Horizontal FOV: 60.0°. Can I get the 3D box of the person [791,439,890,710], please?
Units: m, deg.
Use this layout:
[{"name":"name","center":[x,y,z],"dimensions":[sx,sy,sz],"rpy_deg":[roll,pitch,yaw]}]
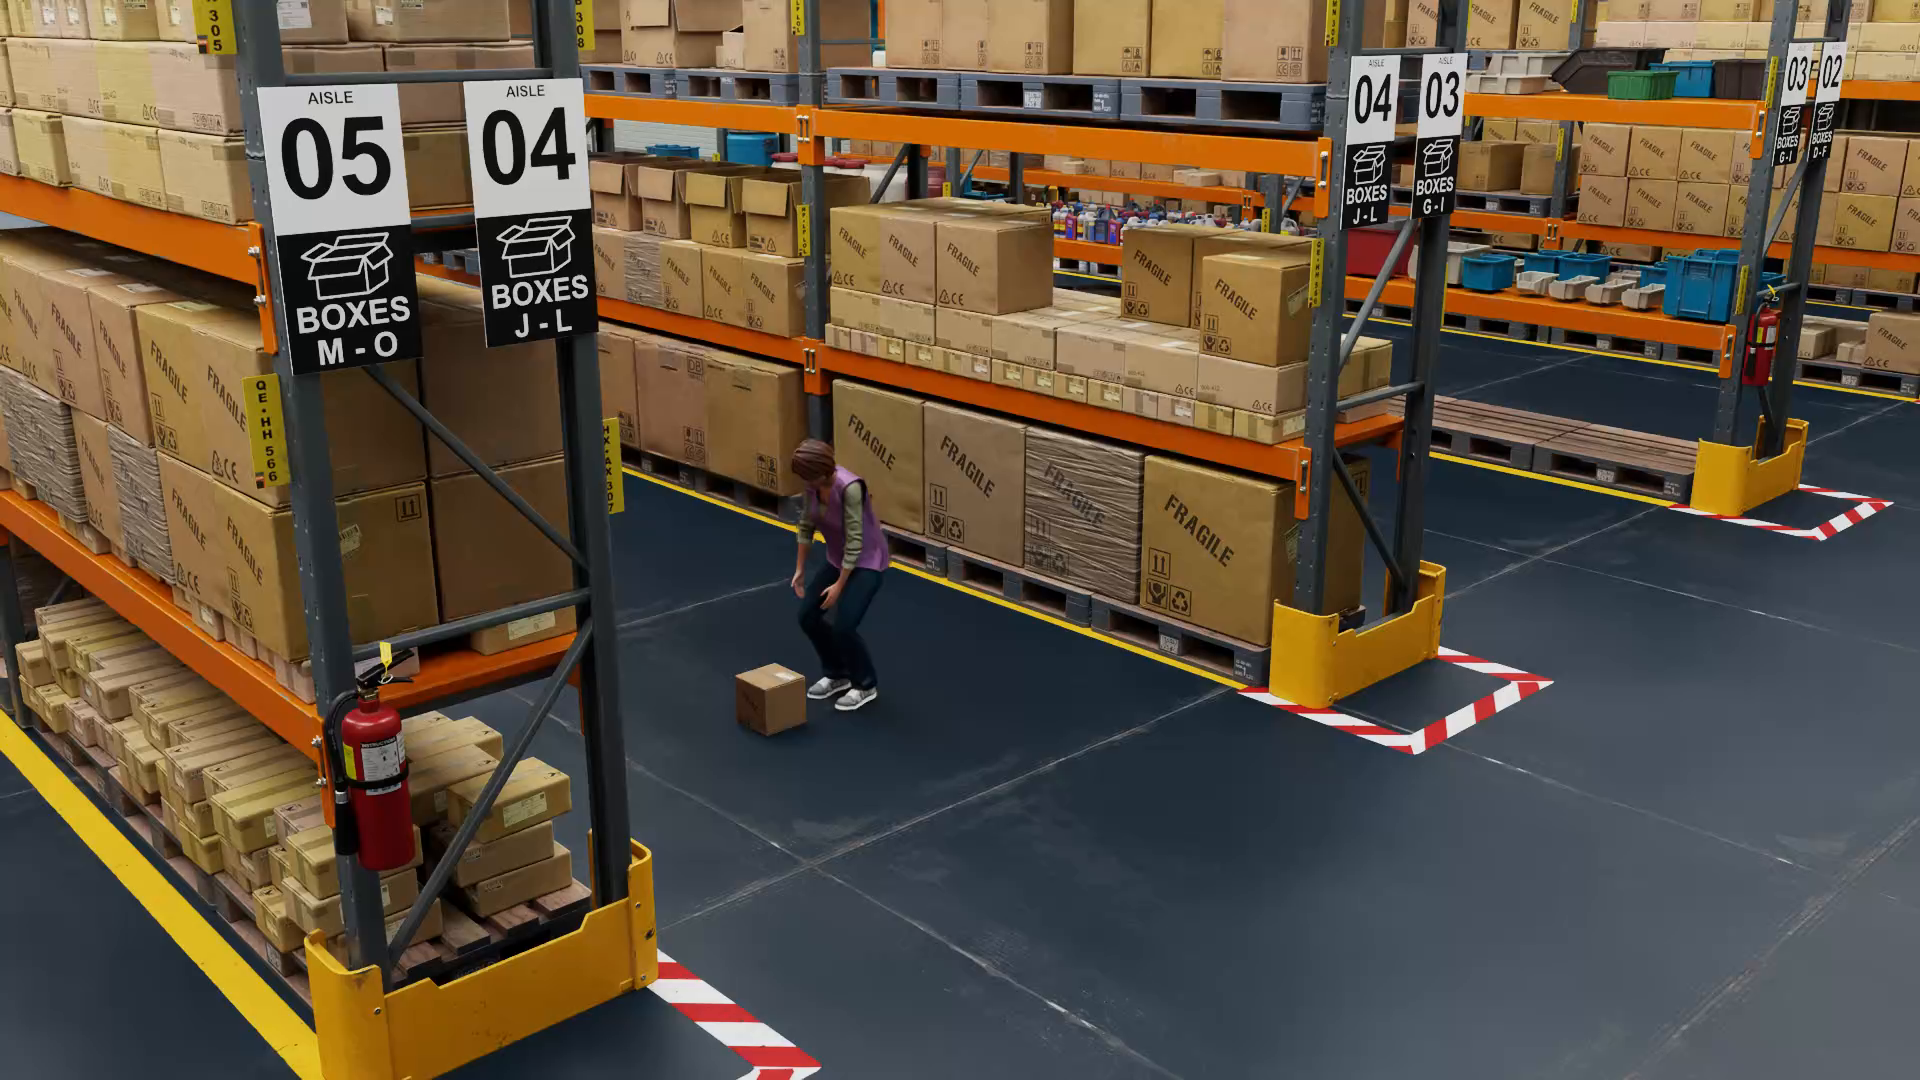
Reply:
[{"name":"person","center":[-0.598,0.160,8.370],"dimensions":[0.560,1.423,0.456],"rpy_deg":[-16,23,-40]}]
